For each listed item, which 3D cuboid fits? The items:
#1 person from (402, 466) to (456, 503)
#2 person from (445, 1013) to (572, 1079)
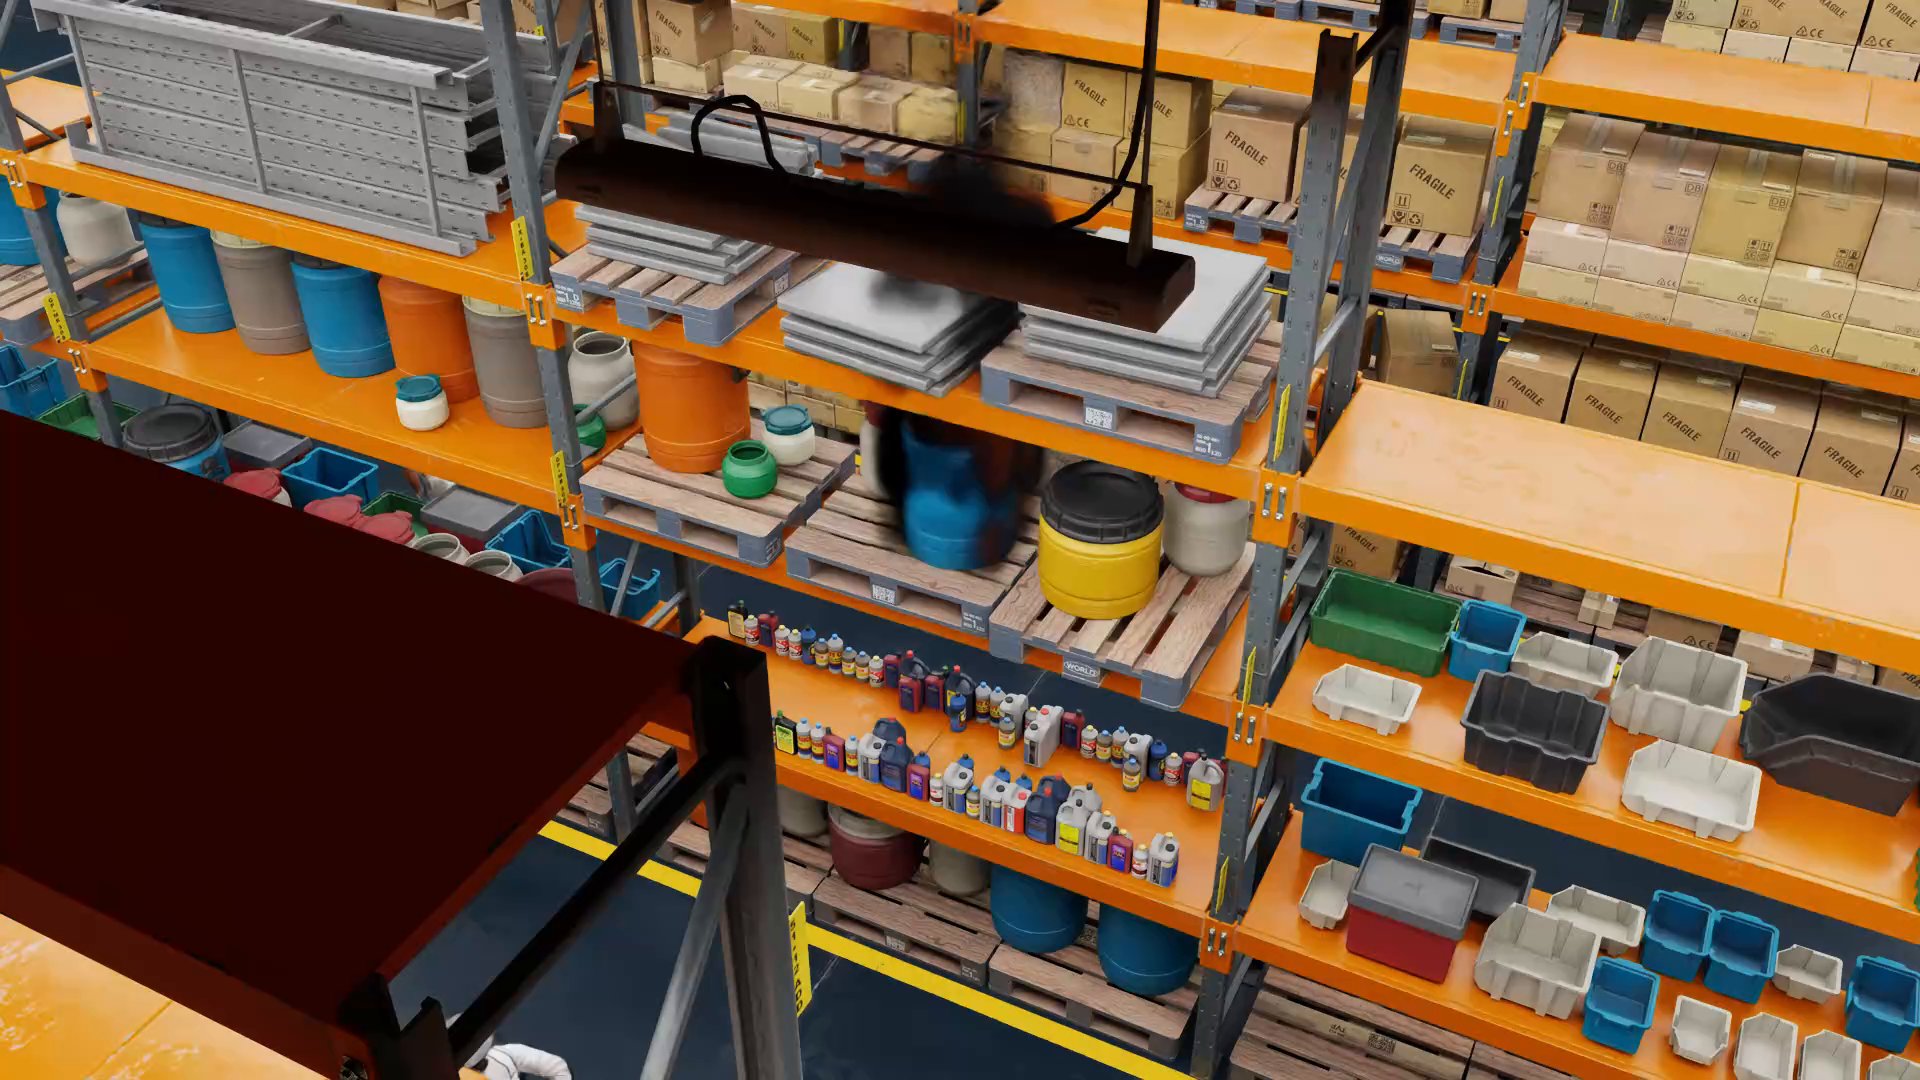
[{"bbox_3d":[-3.952,-0.369,13.030,1.090,1.618,0.662,22,41,28],"label":"person"},{"bbox_3d":[-2.158,2.904,7.971,0.670,1.612,0.605,14,37,19],"label":"person"}]
